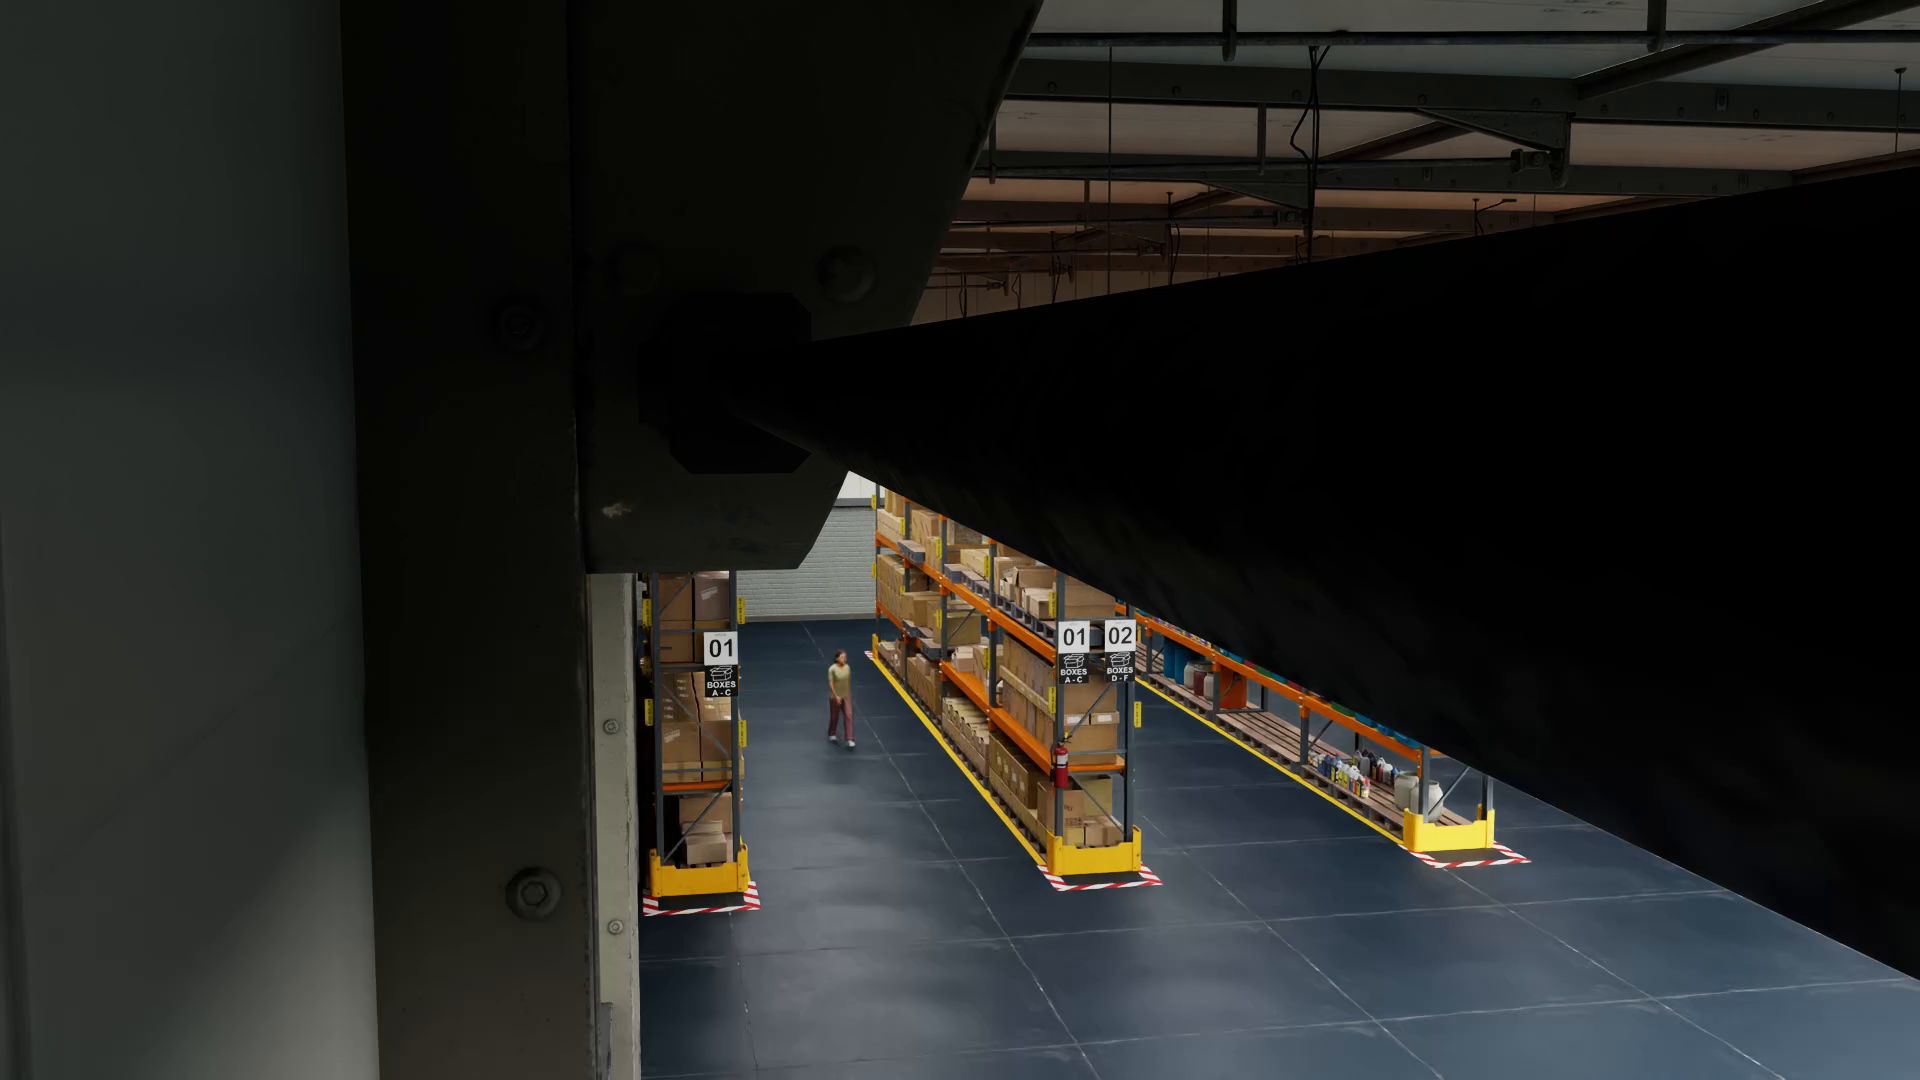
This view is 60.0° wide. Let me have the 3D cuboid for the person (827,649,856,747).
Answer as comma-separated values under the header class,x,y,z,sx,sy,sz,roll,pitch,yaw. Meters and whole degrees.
class,x,y,z,sx,sy,sz,roll,pitch,yaw
person,-1.990,2.639,27.992,0.451,1.607,1.009,-3,7,-26
